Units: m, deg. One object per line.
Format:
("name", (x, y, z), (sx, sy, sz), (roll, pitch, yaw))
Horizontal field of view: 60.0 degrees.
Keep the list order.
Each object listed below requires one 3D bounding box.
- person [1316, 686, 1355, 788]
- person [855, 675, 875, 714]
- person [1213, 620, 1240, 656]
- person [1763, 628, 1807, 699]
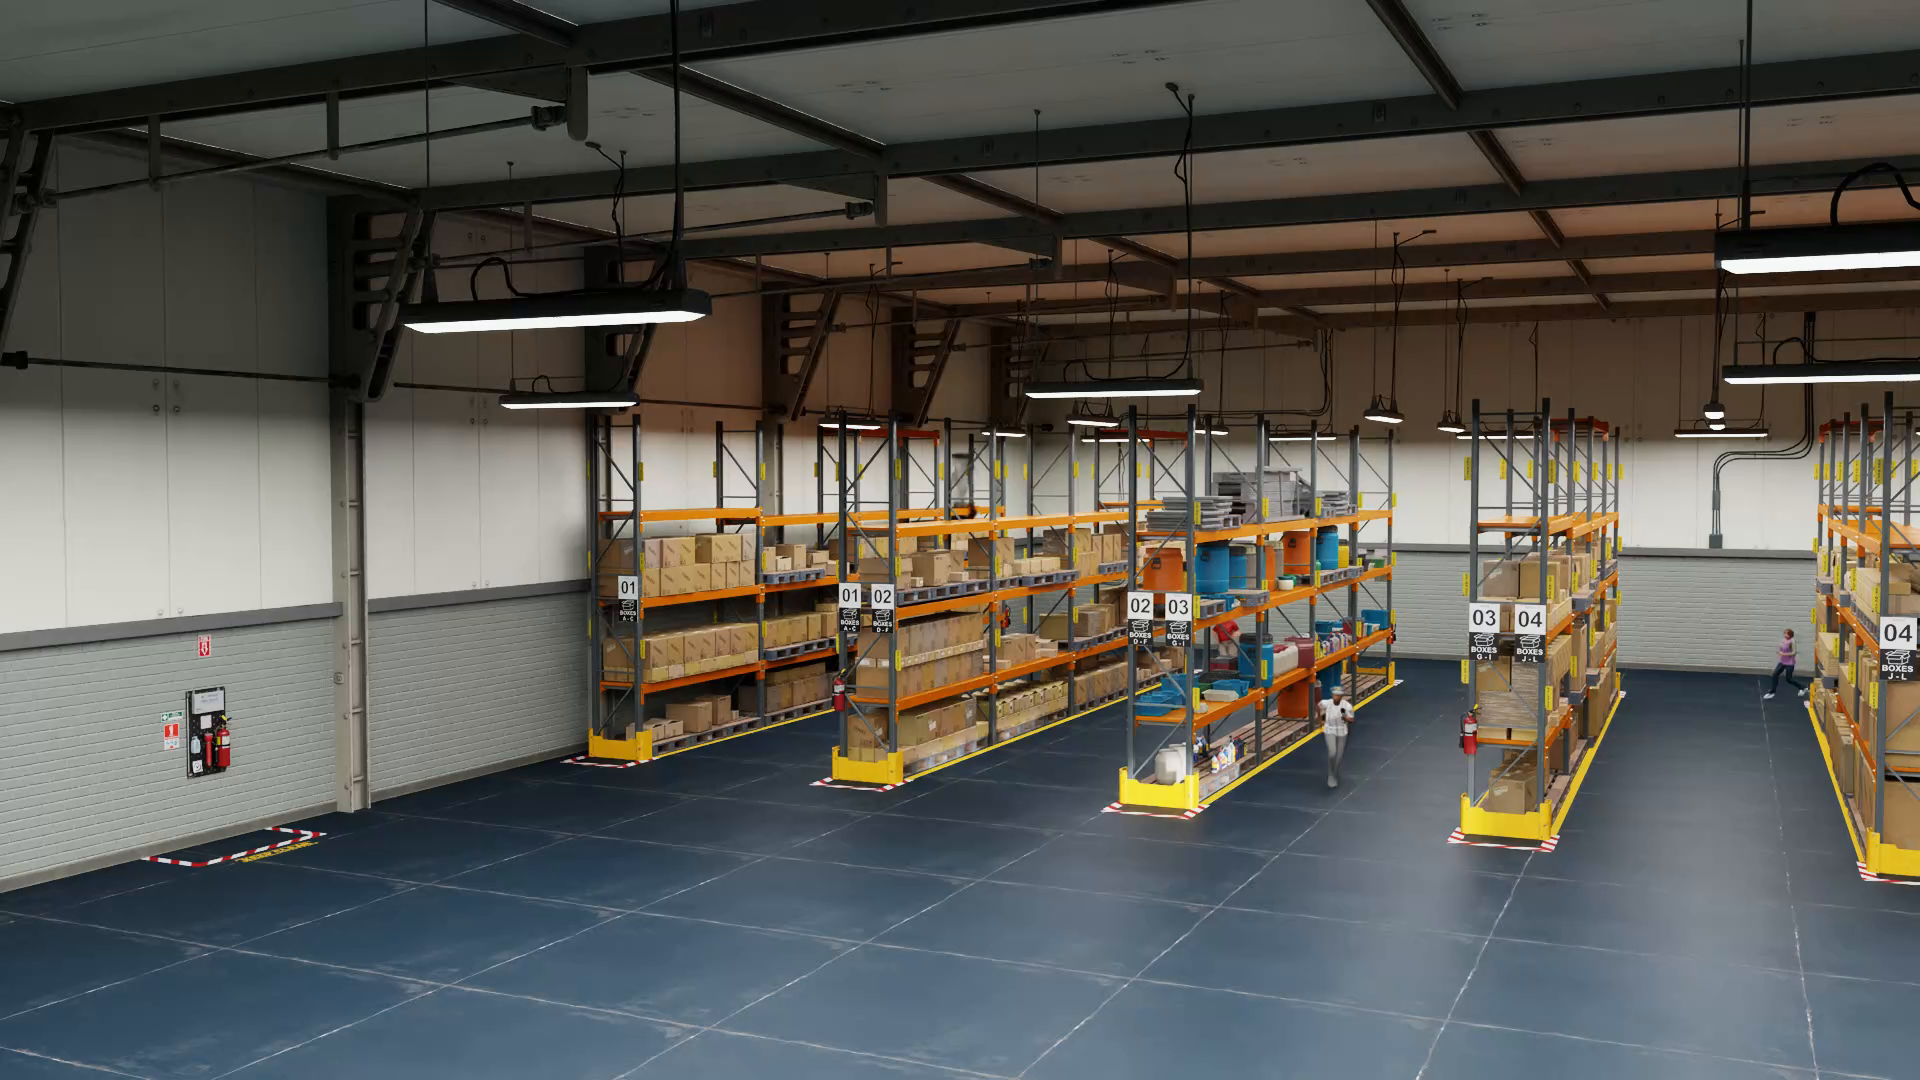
("person", (5.938, 3.093, 26.307), (0.566, 1.628, 0.881), (0, 2, 4))
("person", (-1.728, 2.933, 31.215), (0.595, 1.620, 0.692), (1, 3, 22))
("person", (6.329, 2.538, 39.645), (0.665, 1.711, 0.655), (1, 2, 15))
("person", (18.156, 2.737, 36.454), (0.866, 1.555, 0.556), (0, 2, -6))
